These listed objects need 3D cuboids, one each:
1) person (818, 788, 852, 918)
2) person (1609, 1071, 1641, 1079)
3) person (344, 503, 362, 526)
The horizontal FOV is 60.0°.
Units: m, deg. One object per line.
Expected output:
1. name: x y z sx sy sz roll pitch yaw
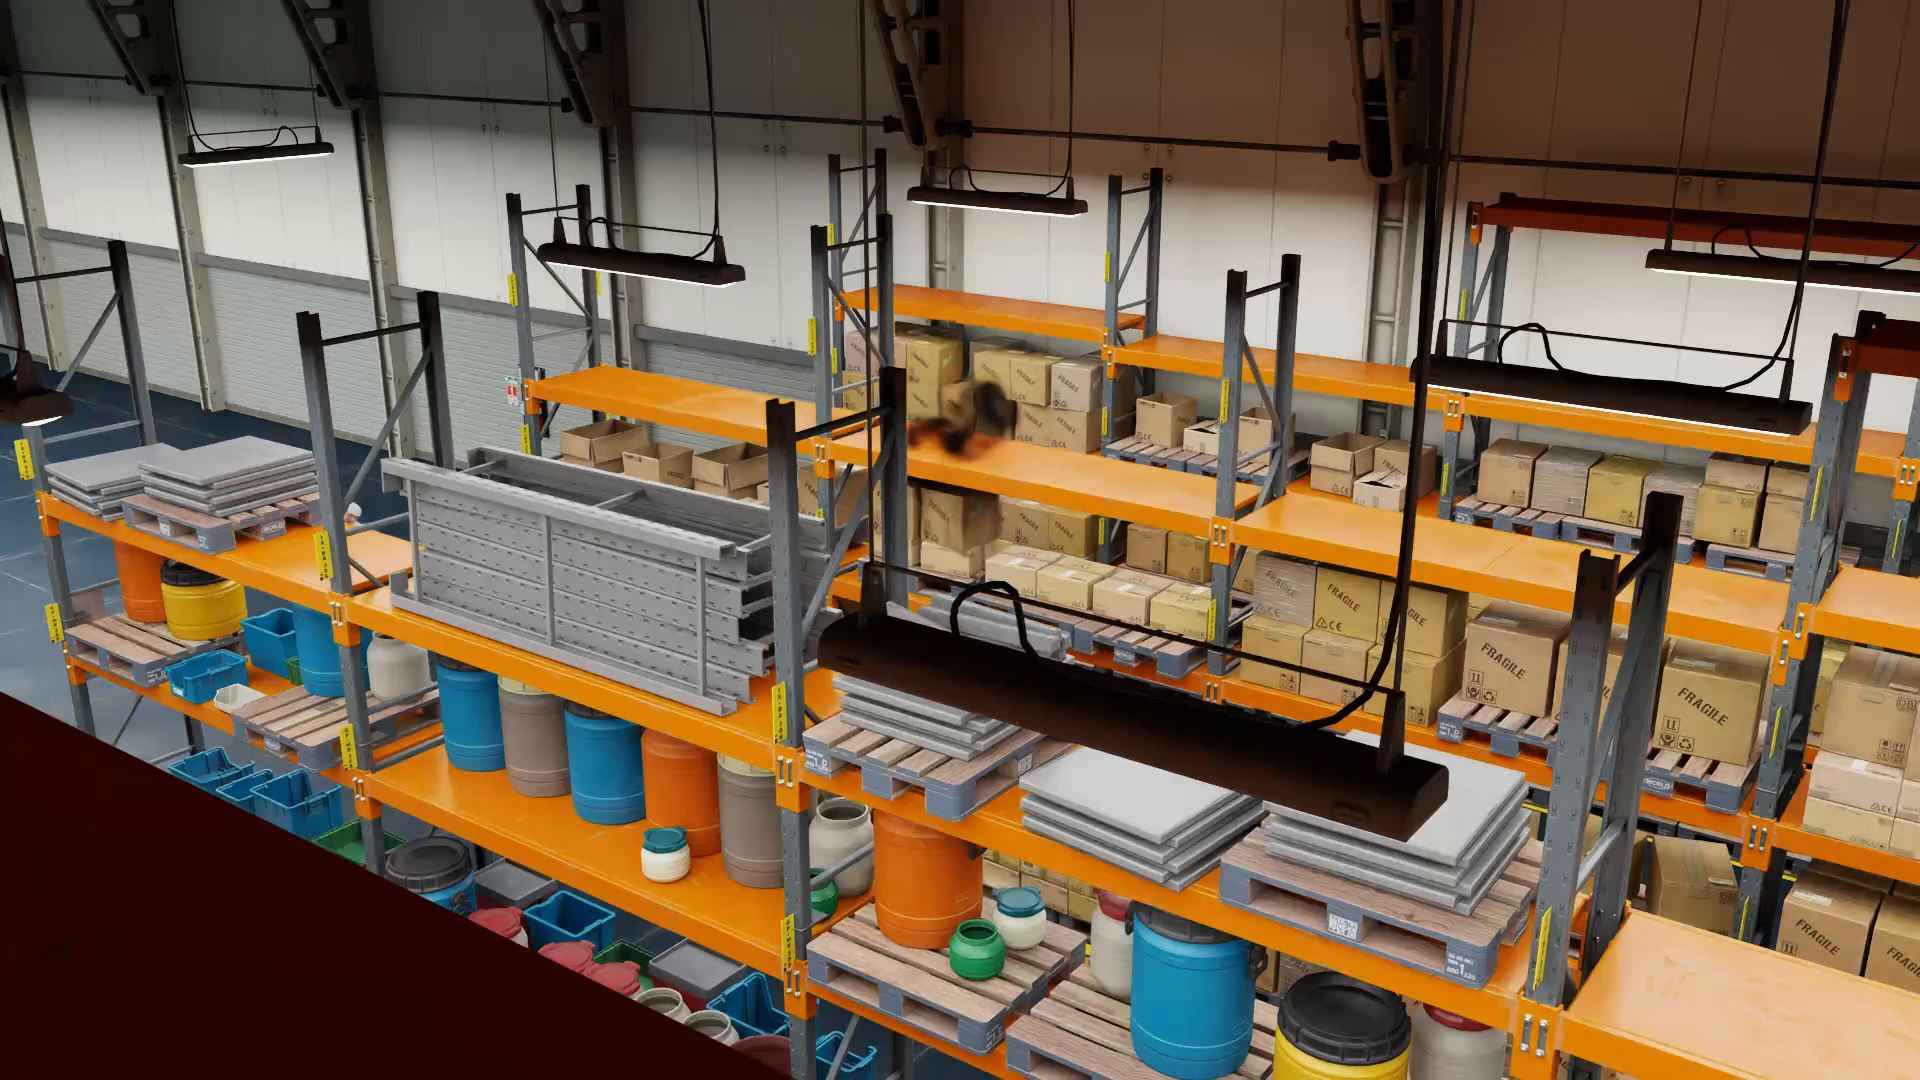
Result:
1. person: -1.212 2.759 13.530 0.910 1.681 0.607 11 21 30
2. person: 3.980 4.003 10.378 0.633 1.735 0.698 9 21 26
3. person: -7.709 0.359 21.361 0.962 1.753 0.645 -10 21 -28
